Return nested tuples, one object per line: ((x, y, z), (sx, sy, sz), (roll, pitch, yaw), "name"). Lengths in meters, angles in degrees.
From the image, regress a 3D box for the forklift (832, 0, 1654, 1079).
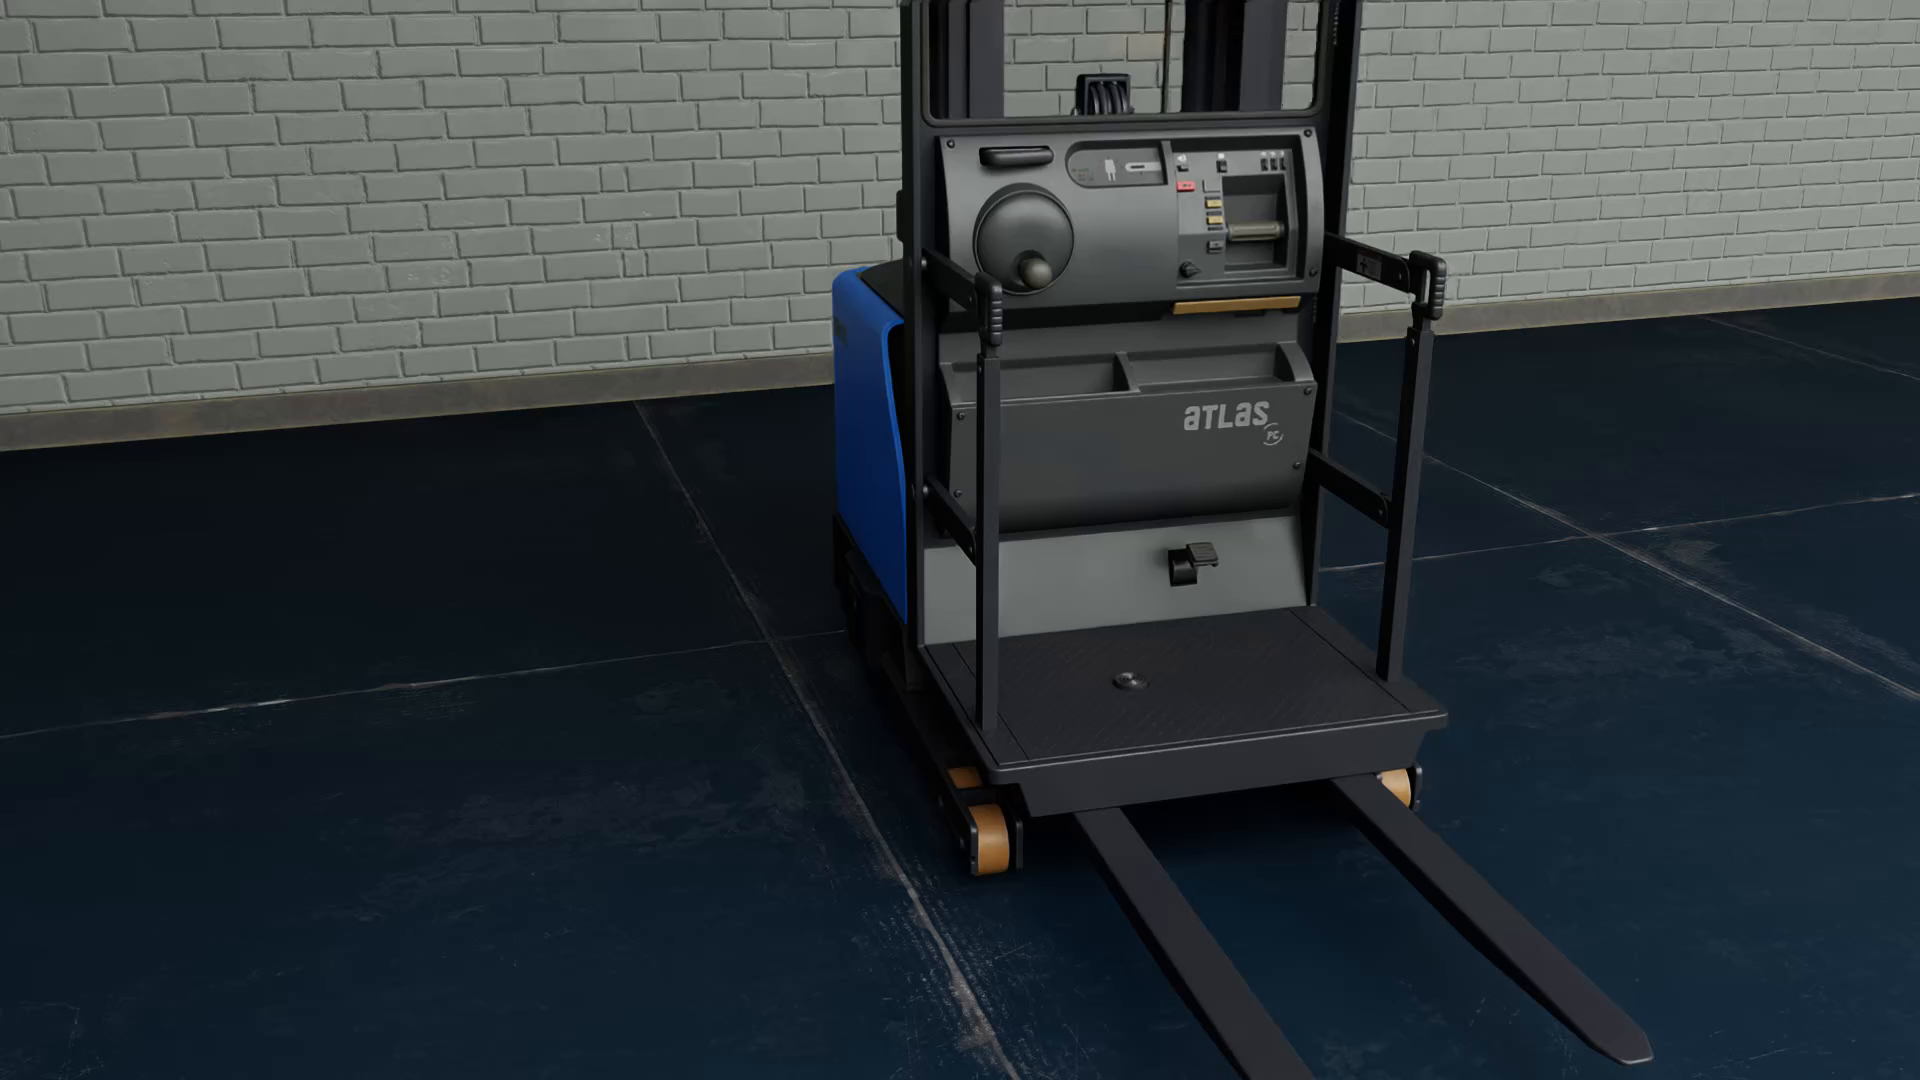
((0.468, -0.758, 3.691), (1.130, 2.935, 3.031), (-5, 20, -14), "forklift")
